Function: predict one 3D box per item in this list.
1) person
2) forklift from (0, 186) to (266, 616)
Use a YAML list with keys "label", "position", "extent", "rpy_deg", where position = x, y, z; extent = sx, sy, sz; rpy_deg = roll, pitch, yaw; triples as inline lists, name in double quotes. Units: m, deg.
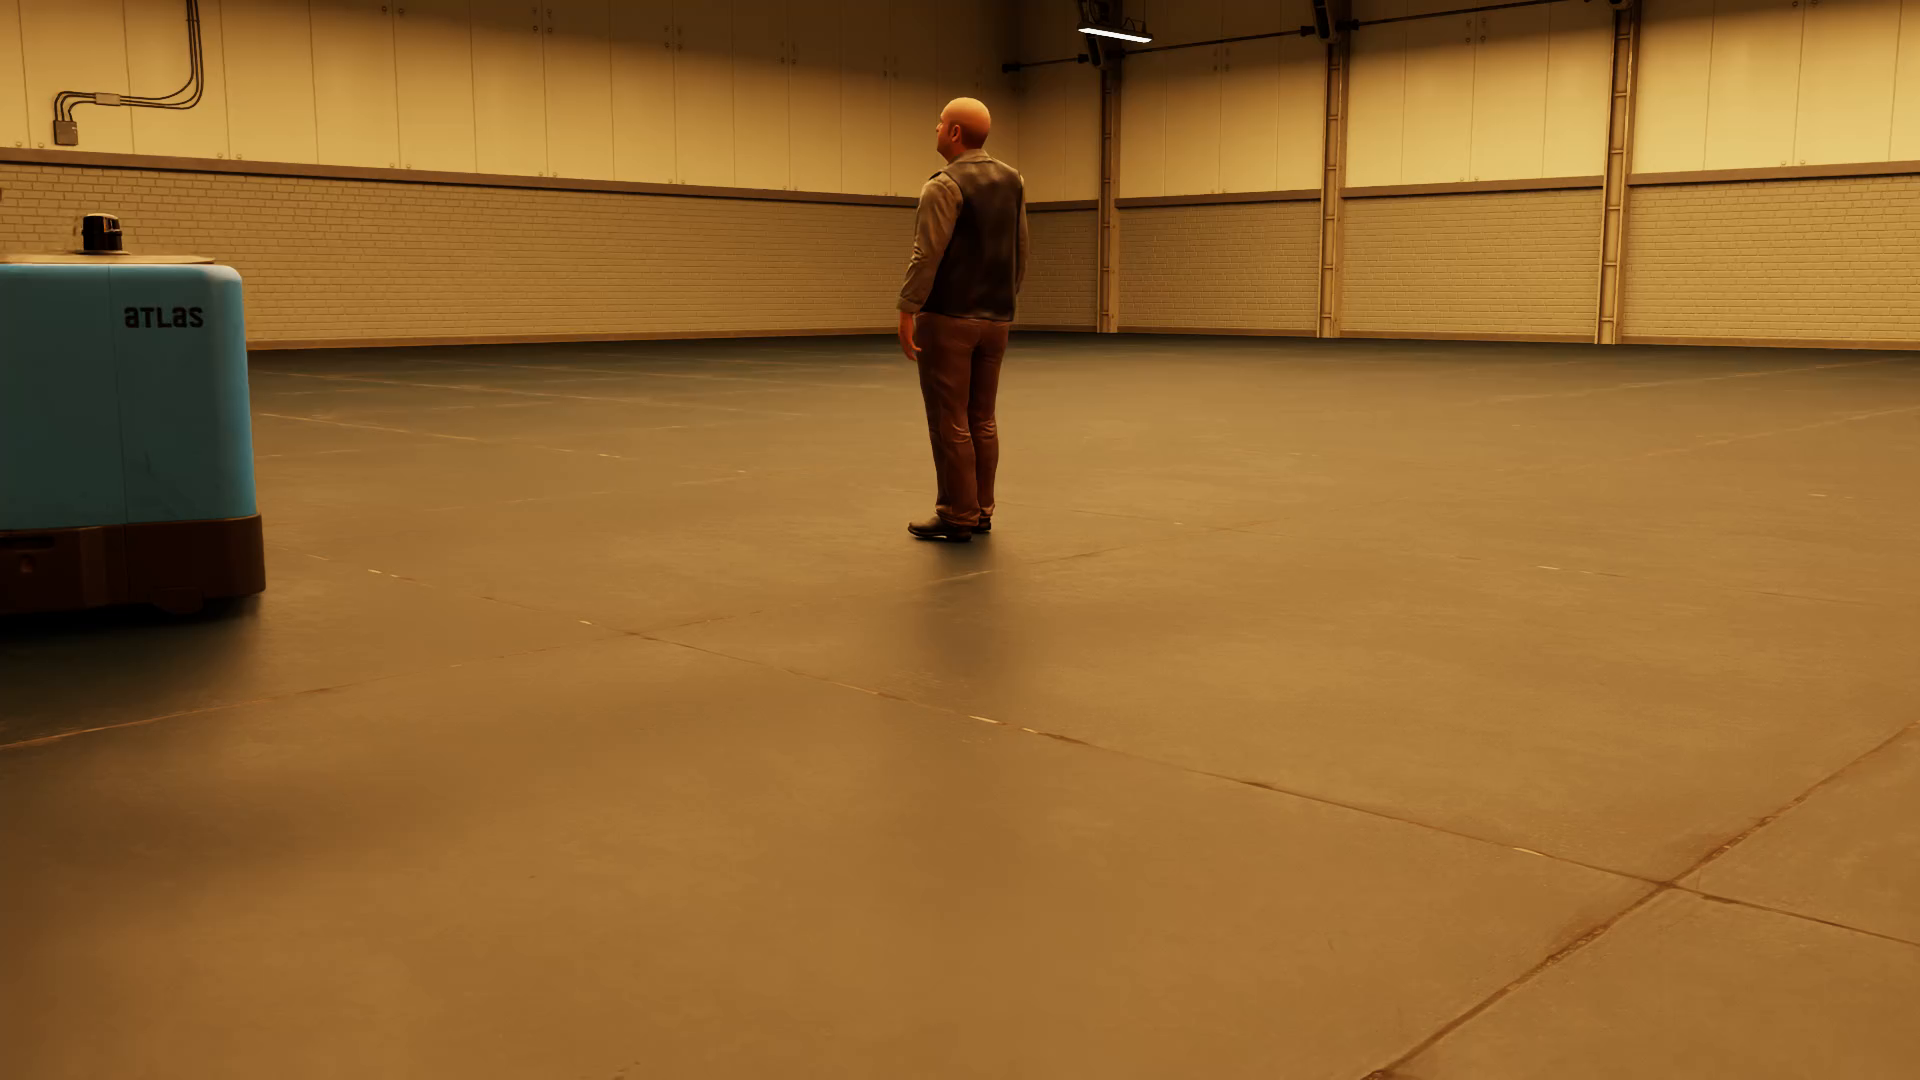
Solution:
- label: "person"
  position: [-0.040, -0.865, 6.637]
  extent: [0.566, 1.722, 0.633]
  rpy_deg: [8, 12, 43]
- label: "forklift"
  position: [-3.726, -1.186, 4.749]
  extent: [3.031, 2.935, 1.130]
  rpy_deg: [-4, 9, -25]
